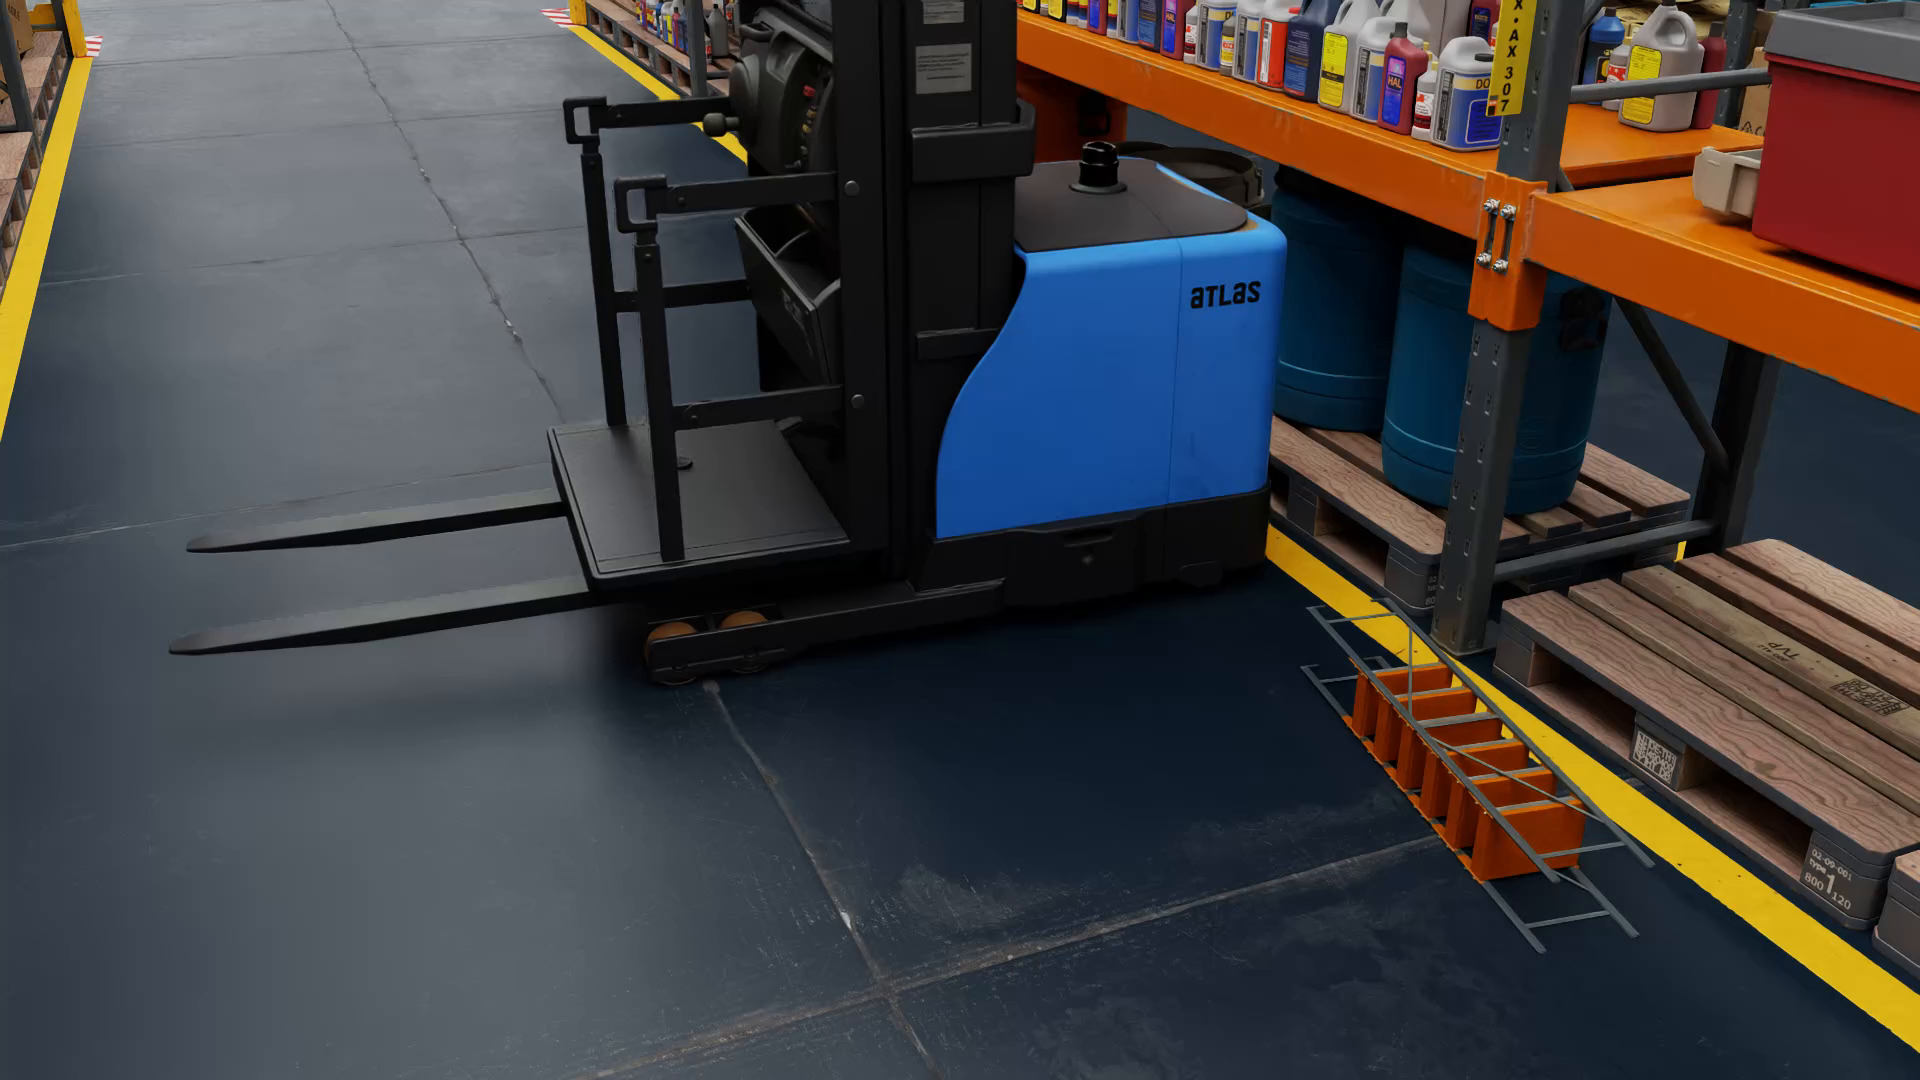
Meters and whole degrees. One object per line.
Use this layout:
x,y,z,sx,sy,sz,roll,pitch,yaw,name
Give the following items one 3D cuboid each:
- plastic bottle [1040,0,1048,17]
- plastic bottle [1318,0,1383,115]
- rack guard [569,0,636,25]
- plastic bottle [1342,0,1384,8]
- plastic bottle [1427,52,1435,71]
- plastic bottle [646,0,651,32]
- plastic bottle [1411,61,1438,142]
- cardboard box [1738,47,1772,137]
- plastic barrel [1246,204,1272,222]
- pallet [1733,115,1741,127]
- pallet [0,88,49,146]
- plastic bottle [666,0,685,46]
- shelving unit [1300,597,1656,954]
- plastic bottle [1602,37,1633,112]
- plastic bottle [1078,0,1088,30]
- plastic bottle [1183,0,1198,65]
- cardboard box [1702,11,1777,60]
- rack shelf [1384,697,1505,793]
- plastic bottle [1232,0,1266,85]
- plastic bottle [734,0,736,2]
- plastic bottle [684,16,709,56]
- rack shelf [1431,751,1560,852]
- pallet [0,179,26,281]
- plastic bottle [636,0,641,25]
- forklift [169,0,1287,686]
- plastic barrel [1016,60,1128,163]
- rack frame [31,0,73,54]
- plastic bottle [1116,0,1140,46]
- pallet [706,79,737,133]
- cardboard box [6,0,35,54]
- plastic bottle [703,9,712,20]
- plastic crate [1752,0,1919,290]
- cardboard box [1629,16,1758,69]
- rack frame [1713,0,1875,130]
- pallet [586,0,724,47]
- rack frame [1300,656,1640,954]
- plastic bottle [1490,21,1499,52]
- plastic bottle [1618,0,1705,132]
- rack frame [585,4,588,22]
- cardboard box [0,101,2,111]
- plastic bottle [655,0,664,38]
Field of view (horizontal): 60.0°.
0.359,-2.131,6.422,0.097,0.201,0.097,0,26,0,plastic bottle
1.139,-1.420,4.796,0.144,0.351,0.185,-11,28,-21,plastic bottle
-2.826,-4.826,14.565,1.175,0.500,0.348,-11,28,-21,rack guard
1.199,-1.520,5.000,0.144,0.351,0.185,-11,28,-21,plastic bottle
1.281,-1.248,4.614,0.097,0.201,0.097,0,26,0,plastic bottle
-2.342,-4.020,12.673,0.097,0.271,0.097,0,26,0,plastic bottle
1.278,-1.184,4.483,0.097,0.201,0.097,0,26,0,plastic bottle
4.708,-2.434,9.163,0.500,0.500,0.500,-9,28,-18,cardboard box
1.187,-0.950,6.134,0.421,0.512,0.421,0,26,0,plastic barrel
4.506,-2.678,10.494,1.003,0.211,1.213,-11,28,-21,pallet
-6.186,-2.518,10.167,1.003,0.211,1.213,-11,28,-21,pallet
-2.052,-3.783,12.097,0.144,0.351,0.185,-11,28,-21,plastic bottle
1.182,0.510,3.981,0.258,0.189,1.200,-6,27,-12,shelving unit
1.935,-1.357,4.837,0.097,0.201,0.097,0,26,0,plastic bottle
0.488,-2.030,6.135,0.097,0.271,0.097,0,26,0,plastic bottle
0.794,-1.683,5.505,0.097,0.201,0.097,0,26,0,plastic bottle
4.858,-3.059,10.113,0.500,0.311,0.500,-10,28,-19,cardboard box
1.172,0.491,4.020,0.258,0.180,0.103,-6,27,-12,rack shelf
0.955,-1.581,5.210,0.152,0.276,0.135,-11,28,-21,plastic bottle
-1.703,-4.173,12.982,0.152,0.276,0.135,-10,28,-20,plastic bottle
-1.850,-3.575,11.671,0.144,0.351,0.185,-11,28,-22,plastic bottle
1.229,0.595,3.811,0.258,0.180,0.103,-6,27,-12,rack shelf
-5.102,-1.446,7.971,1.003,0.211,1.213,-11,28,-21,pallet
-2.476,-4.158,12.956,0.097,0.271,0.097,0,26,0,plastic bottle
-0.657,-1.188,4.343,3.031,2.935,1.130,-9,27,-17,forklift
0.441,-1.761,7.434,0.600,0.830,0.708,-11,28,-21,plastic barrel
-7.457,-5.121,12.320,1.000,3.000,0.127,-11,28,-21,rack frame
0.649,-1.897,5.857,0.152,0.276,0.135,-11,28,-21,plastic bottle
-0.990,-2.794,10.732,1.003,0.211,1.213,-11,28,-21,pallet
-6.962,-3.696,11.772,0.500,0.500,0.500,-3,26,-7,cardboard box
-1.799,-3.655,11.919,0.152,0.276,0.135,-11,28,-21,plastic bottle
1.919,-0.780,3.287,0.402,0.464,0.583,-11,28,-21,plastic crate
4.361,-2.966,9.923,0.500,0.311,0.500,-10,28,-19,cardboard box
4.793,-3.592,9.188,1.000,3.000,0.127,-11,28,-21,rack frame
-2.513,-4.368,13.955,1.003,0.211,1.213,-11,28,-21,pallet
1.182,0.592,4.022,0.240,0.006,1.200,-6,27,-12,rack frame
1.730,-1.569,5.270,0.097,0.201,0.097,0,26,0,plastic bottle
1.945,-1.320,4.590,0.144,0.351,0.185,-11,28,-21,plastic bottle
-2.899,-5.972,14.063,1.000,3.000,0.127,-11,28,-21,rack frame
-6.010,-2.740,9.814,0.500,0.500,0.500,-11,28,-22,cardboard box
-2.223,-3.898,12.422,0.097,0.271,0.097,0,26,0,plastic bottle
